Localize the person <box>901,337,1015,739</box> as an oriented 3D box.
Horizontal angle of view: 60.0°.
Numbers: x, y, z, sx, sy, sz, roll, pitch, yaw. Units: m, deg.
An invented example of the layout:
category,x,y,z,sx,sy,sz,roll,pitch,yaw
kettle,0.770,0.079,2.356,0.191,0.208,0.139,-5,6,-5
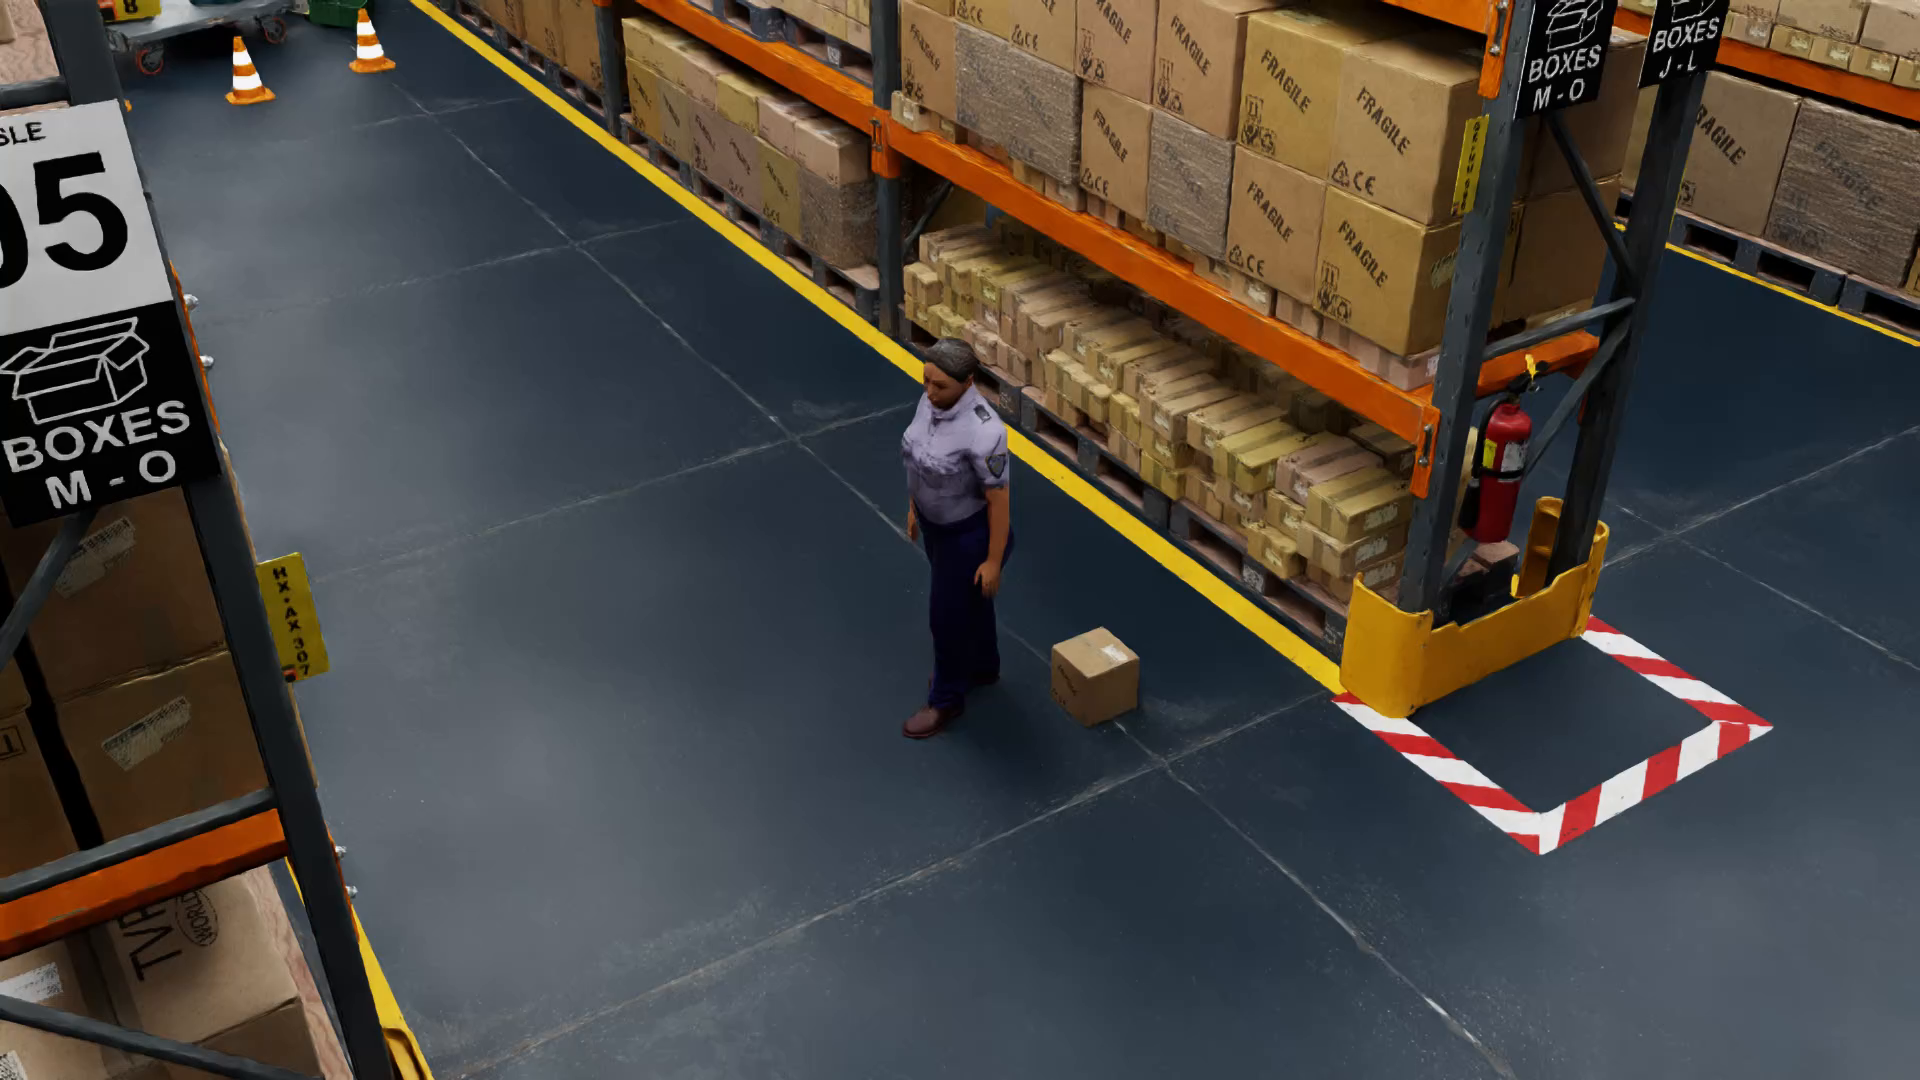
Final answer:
category,x,y,z,sx,sy,sz,roll,pitch,yaw
person,-0.022,-0.015,6.175,0.494,1.651,0.540,-12,35,-18
